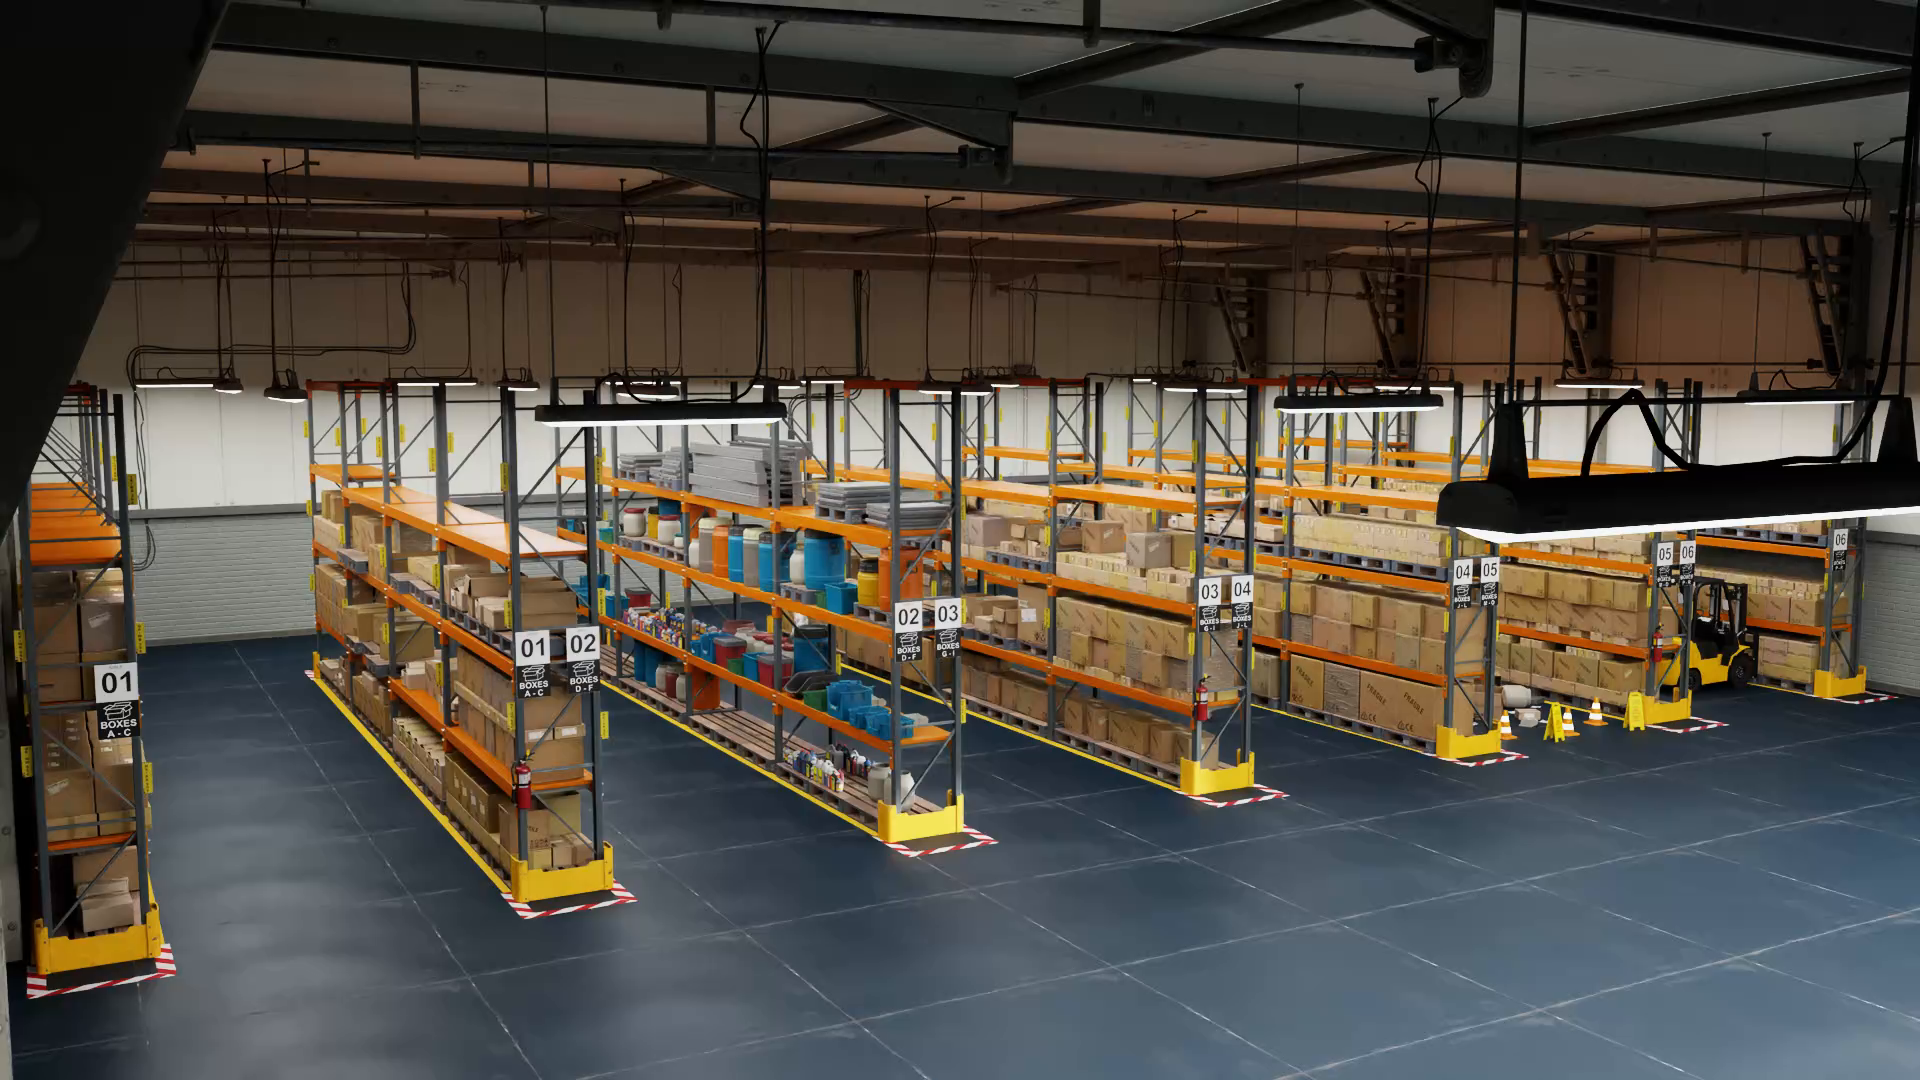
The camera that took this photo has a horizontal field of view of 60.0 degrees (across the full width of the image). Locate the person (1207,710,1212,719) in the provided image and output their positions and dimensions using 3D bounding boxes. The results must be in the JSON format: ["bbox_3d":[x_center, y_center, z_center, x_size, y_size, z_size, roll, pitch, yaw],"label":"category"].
[{"bbox_3d":[4.351,2.324,29.815,0.454,1.764,0.645,-5,8,-40],"label":"person"}]

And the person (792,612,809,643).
[{"bbox_3d":[-2.994,1.887,31.865,0.528,1.690,0.485,-2,6,-19],"label":"person"}]
